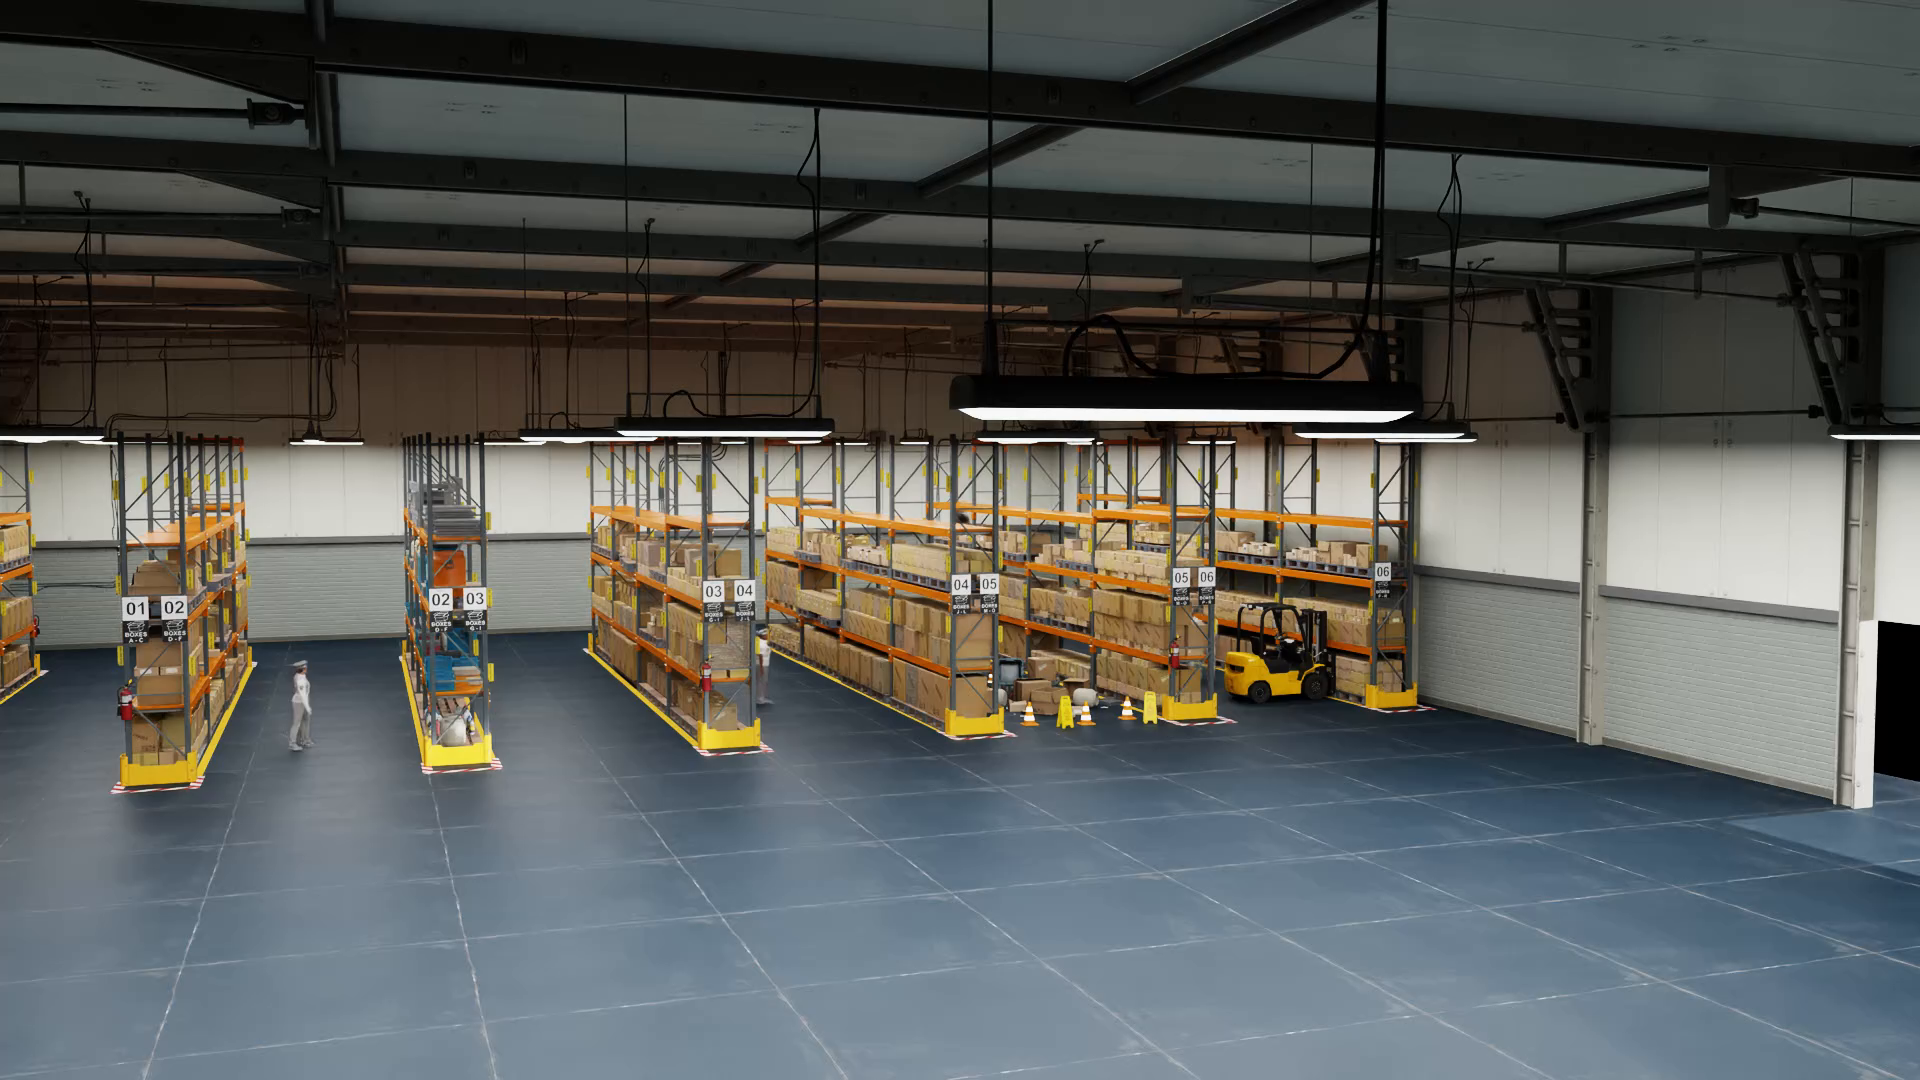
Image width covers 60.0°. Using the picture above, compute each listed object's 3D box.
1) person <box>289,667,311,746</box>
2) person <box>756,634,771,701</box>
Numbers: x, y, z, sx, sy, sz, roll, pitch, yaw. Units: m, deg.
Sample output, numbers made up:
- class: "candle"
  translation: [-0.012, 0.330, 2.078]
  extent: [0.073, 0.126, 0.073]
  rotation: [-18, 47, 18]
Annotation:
- class: "person"
  translation: [-12.547, 3.098, 31.613]
  extent: [0.391, 1.575, 0.554]
  rotation: [-1, 3, -13]
- class: "person"
  translation: [-4.405, 2.802, 37.222]
  extent: [0.344, 1.573, 0.564]
  rotation: [0, 3, -6]
